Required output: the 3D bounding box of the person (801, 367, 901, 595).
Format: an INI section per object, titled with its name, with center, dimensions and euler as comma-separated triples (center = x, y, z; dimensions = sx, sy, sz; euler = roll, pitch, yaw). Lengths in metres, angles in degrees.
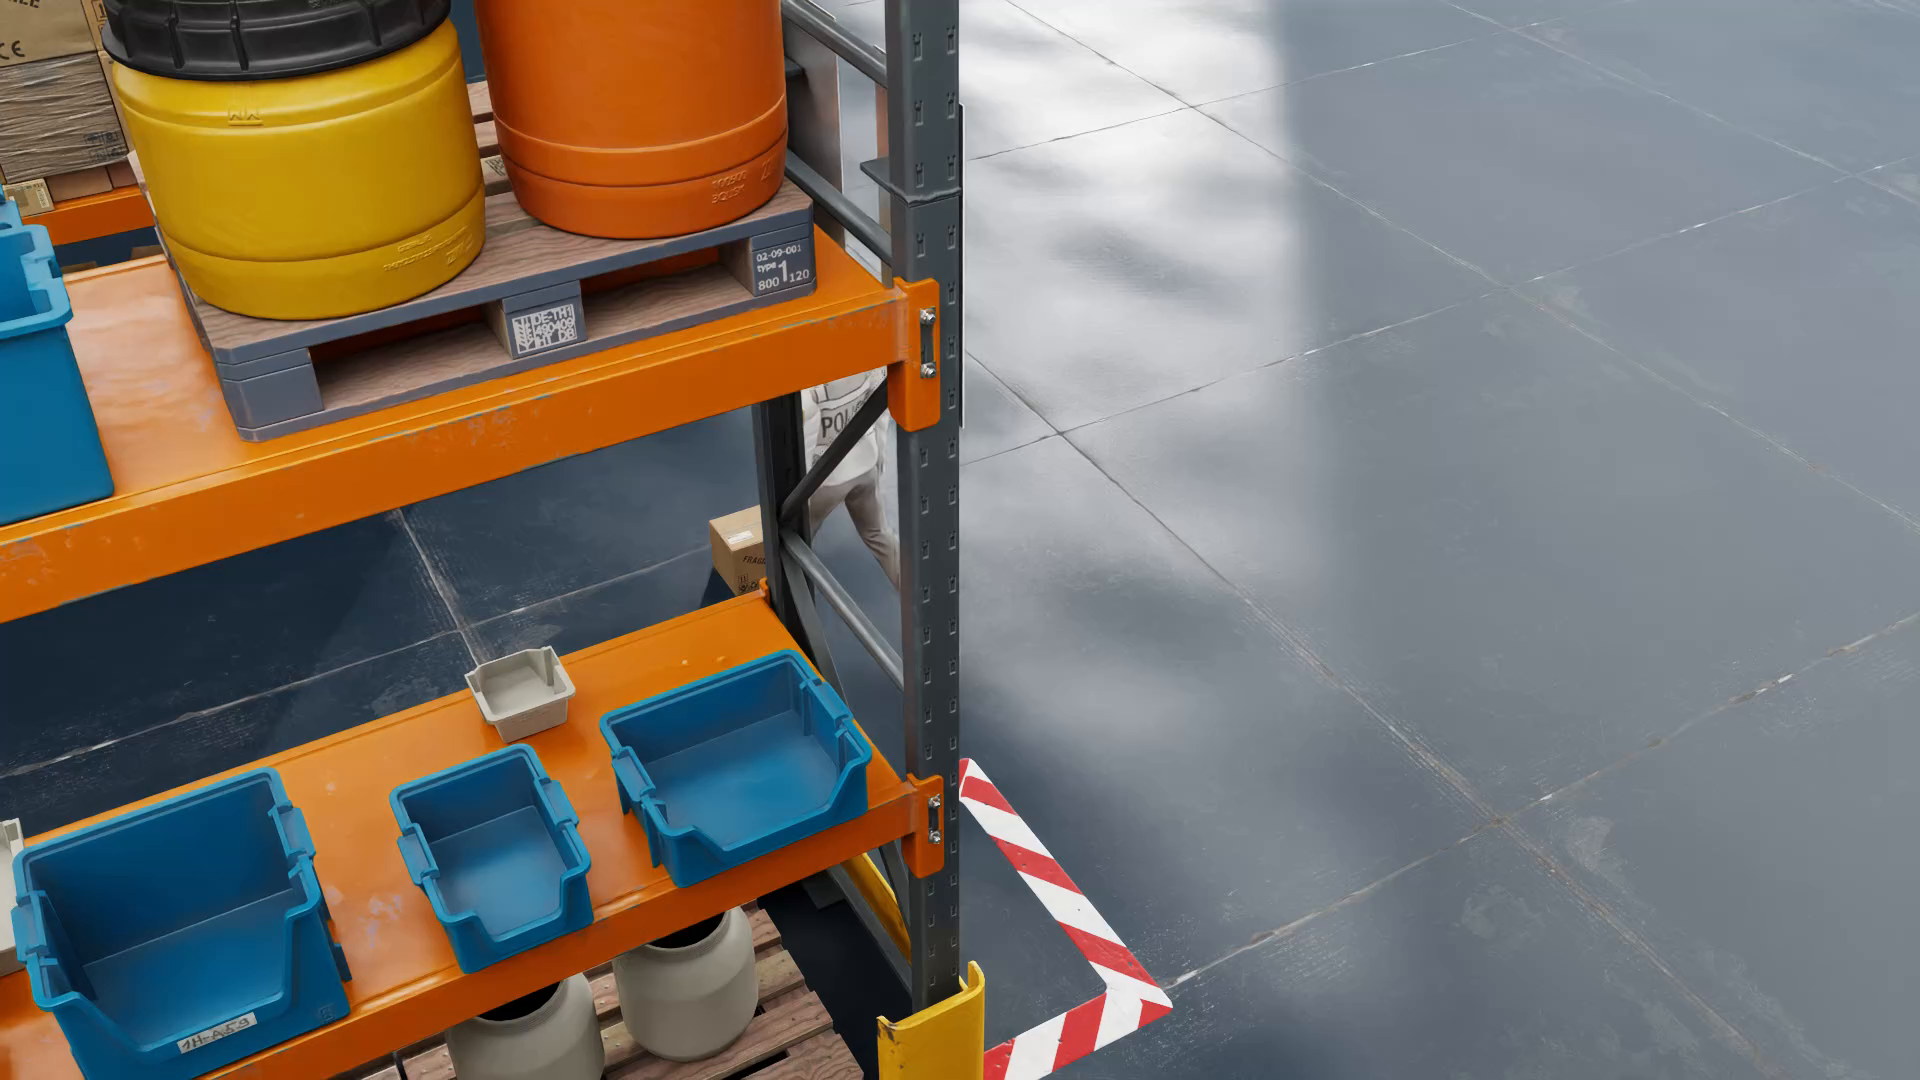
[person]
center = -0.452, -0.276, 6.480
dimensions = 0.679, 1.653, 0.622
euler = 29, 46, 33
